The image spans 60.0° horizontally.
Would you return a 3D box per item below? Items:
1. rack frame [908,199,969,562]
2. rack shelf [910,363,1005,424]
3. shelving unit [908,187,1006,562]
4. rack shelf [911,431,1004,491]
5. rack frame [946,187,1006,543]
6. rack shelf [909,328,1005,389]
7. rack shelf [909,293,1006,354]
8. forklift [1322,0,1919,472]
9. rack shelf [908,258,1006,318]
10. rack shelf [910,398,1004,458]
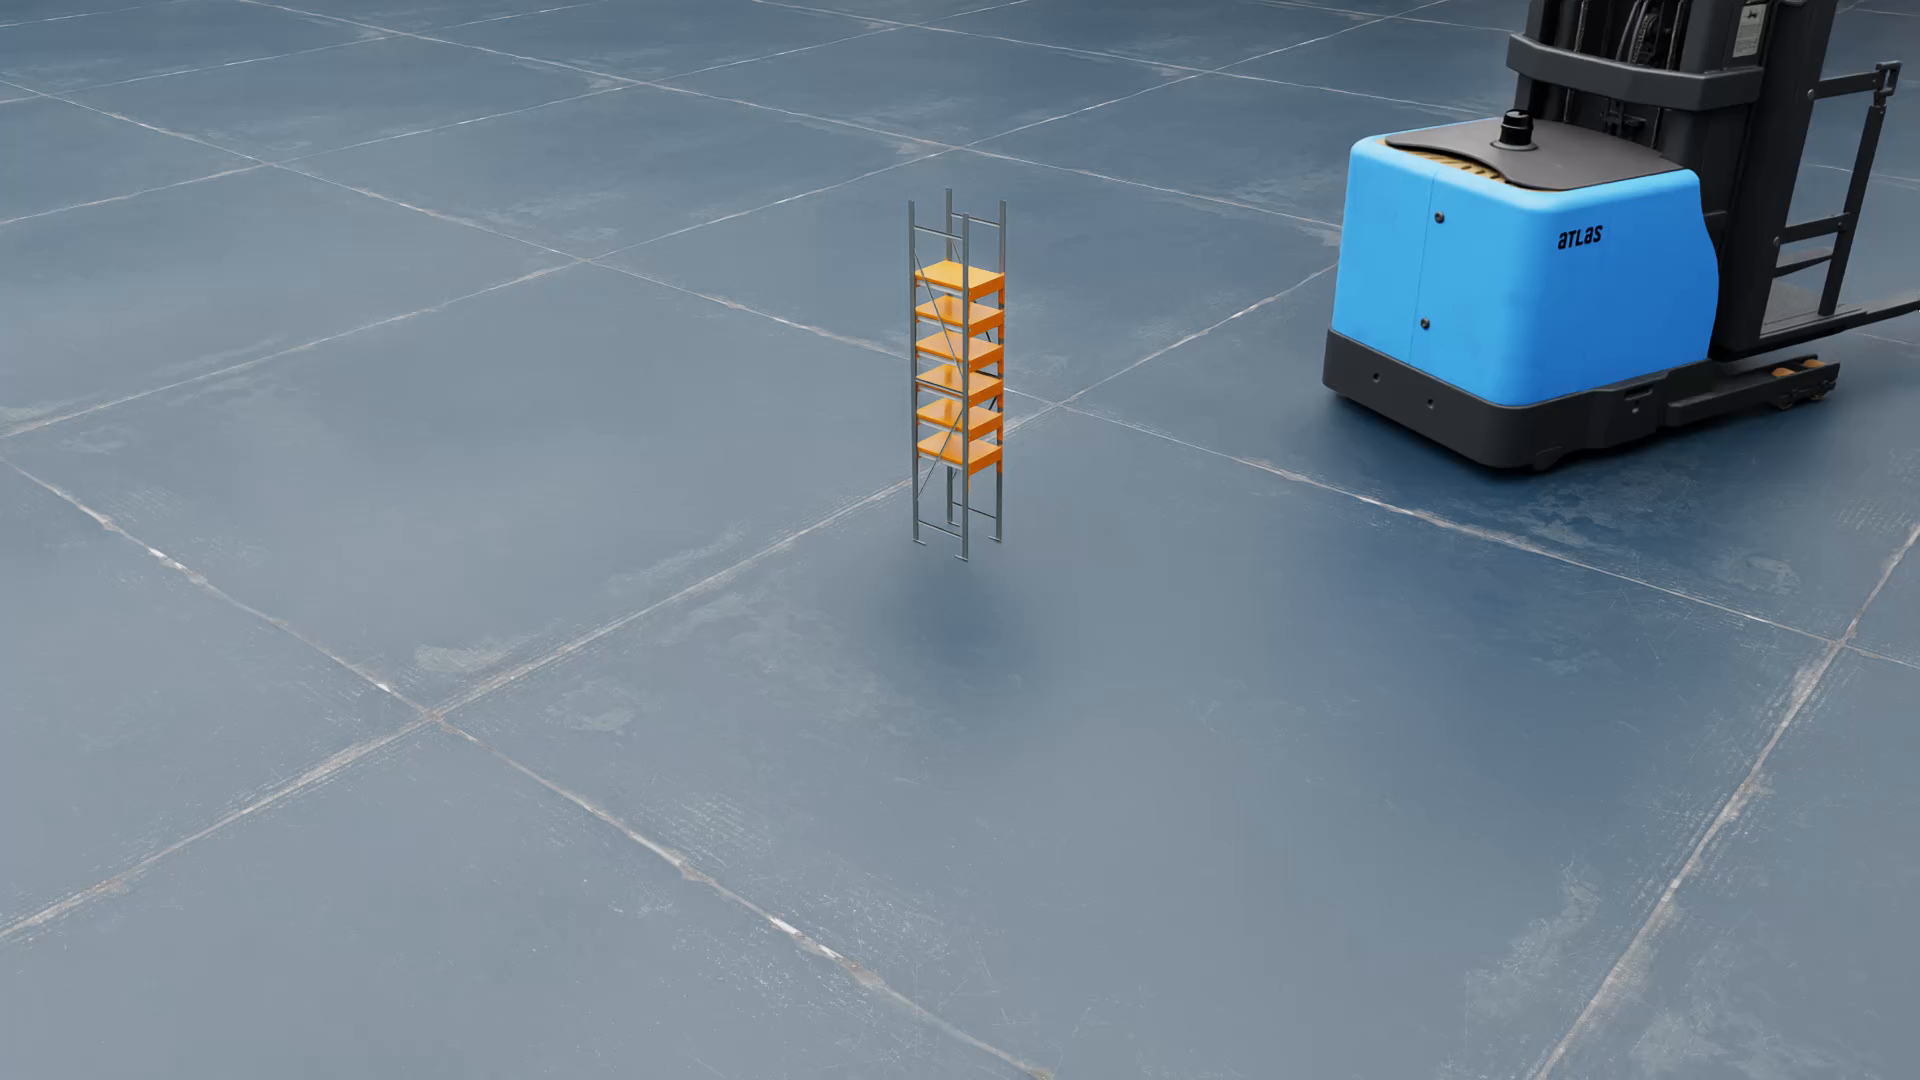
[{"bbox_3d":[-0.067,-0.495,5.402,0.240,1.200,0.006,21,34,34],"label":"rack frame"},{"bbox_3d":[-0.009,-0.488,5.485,0.258,0.103,0.180,21,34,34],"label":"rack shelf"},{"bbox_3d":[-0.009,-0.528,5.464,0.258,1.200,0.189,21,34,34],"label":"shelving unit"},{"bbox_3d":[-0.009,-0.275,5.595,0.258,0.103,0.180,21,34,34],"label":"rack shelf"},{"bbox_3d":[0.049,-0.560,5.527,0.240,1.200,0.006,21,34,34],"label":"rack frame"},{"bbox_3d":[-0.009,-0.595,5.430,0.258,0.103,0.180,21,34,34],"label":"rack shelf"},{"bbox_3d":[-0.009,-0.701,5.375,0.258,0.103,0.180,21,34,34],"label":"rack shelf"},{"bbox_3d":[3.031,-2.032,6.488,3.031,2.935,1.130,-14,31,-26],"label":"forklift"},{"bbox_3d":[-0.009,-0.808,5.319,0.258,0.103,0.180,21,34,34],"label":"rack shelf"},{"bbox_3d":[-0.009,-0.382,5.540,0.258,0.103,0.180,21,34,34],"label":"rack shelf"}]
